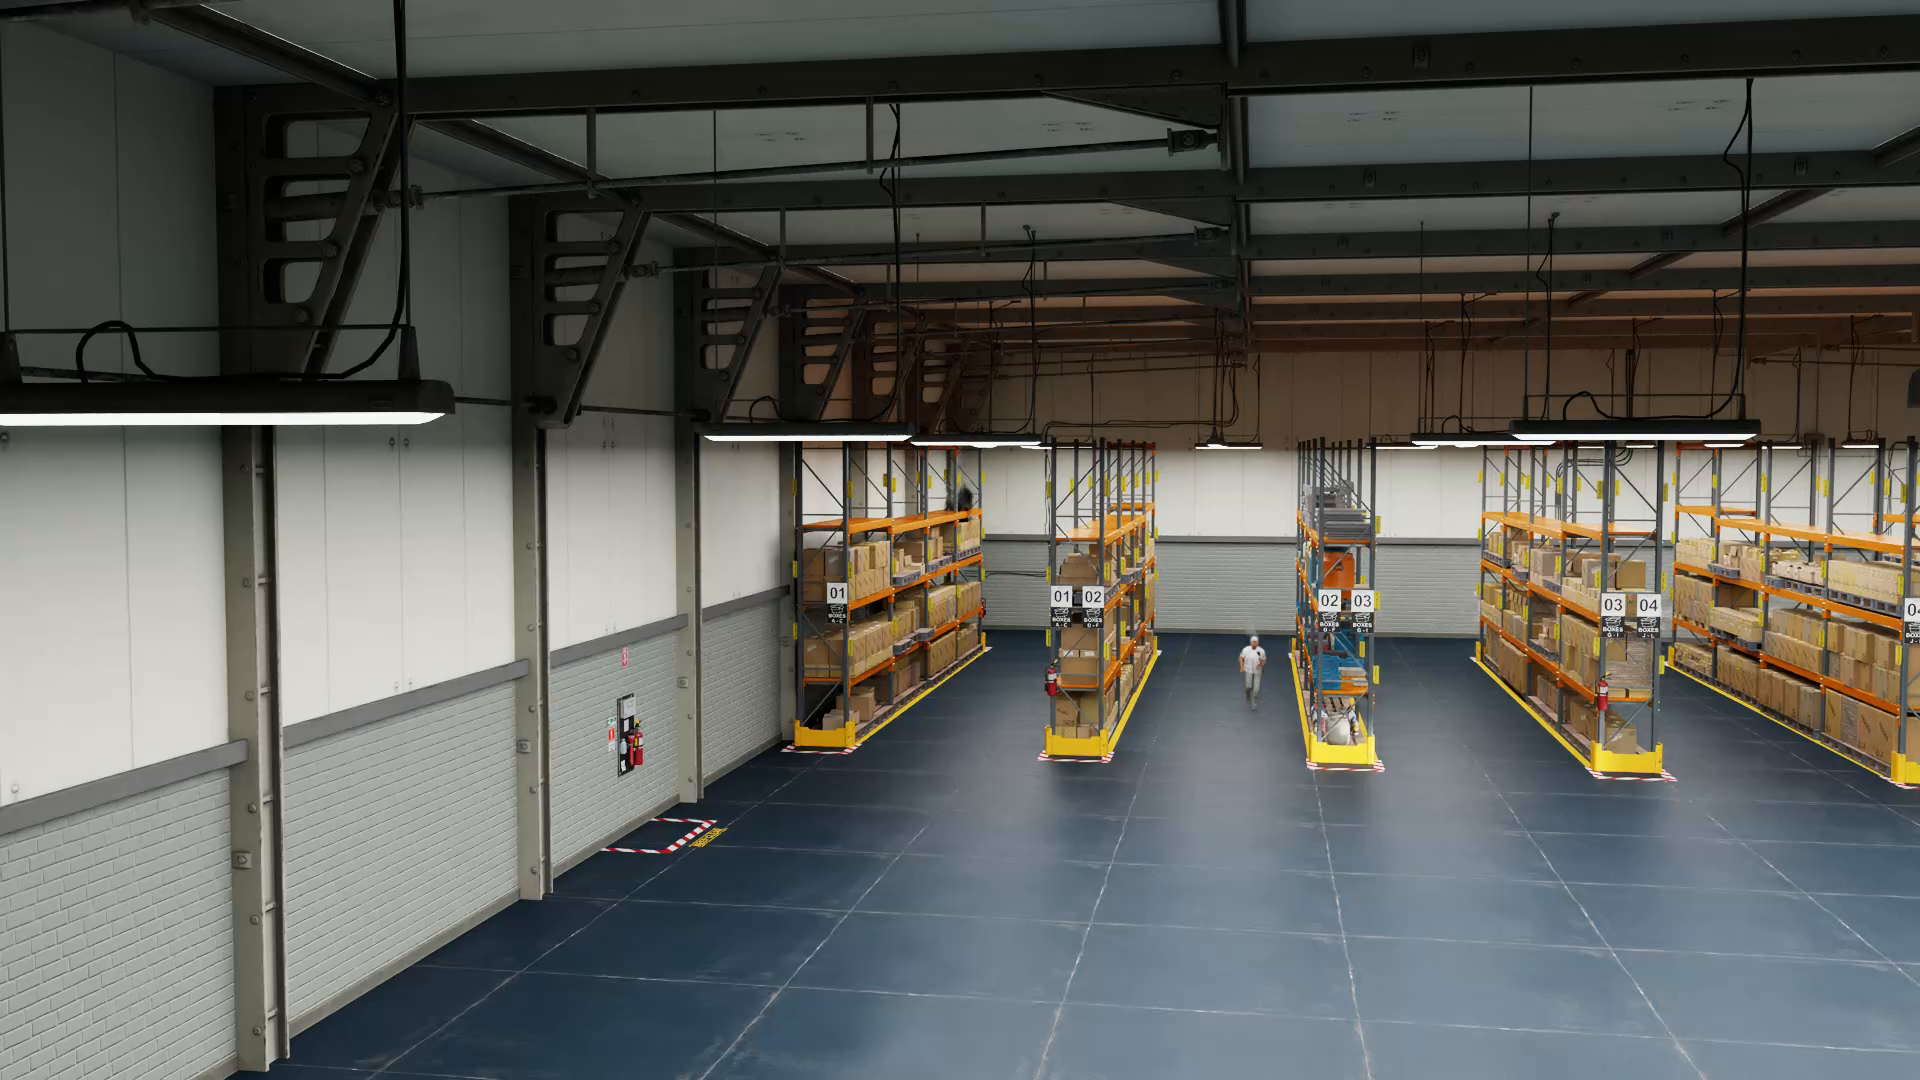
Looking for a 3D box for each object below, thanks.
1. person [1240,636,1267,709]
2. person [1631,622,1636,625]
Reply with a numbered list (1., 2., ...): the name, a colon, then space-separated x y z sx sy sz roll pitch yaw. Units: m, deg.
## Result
1. person: 6.501 2.945 36.872 0.576 1.631 0.721 0 3 6
2. person: 17.971 2.514 45.140 0.550 1.695 0.730 -3 4 -42
